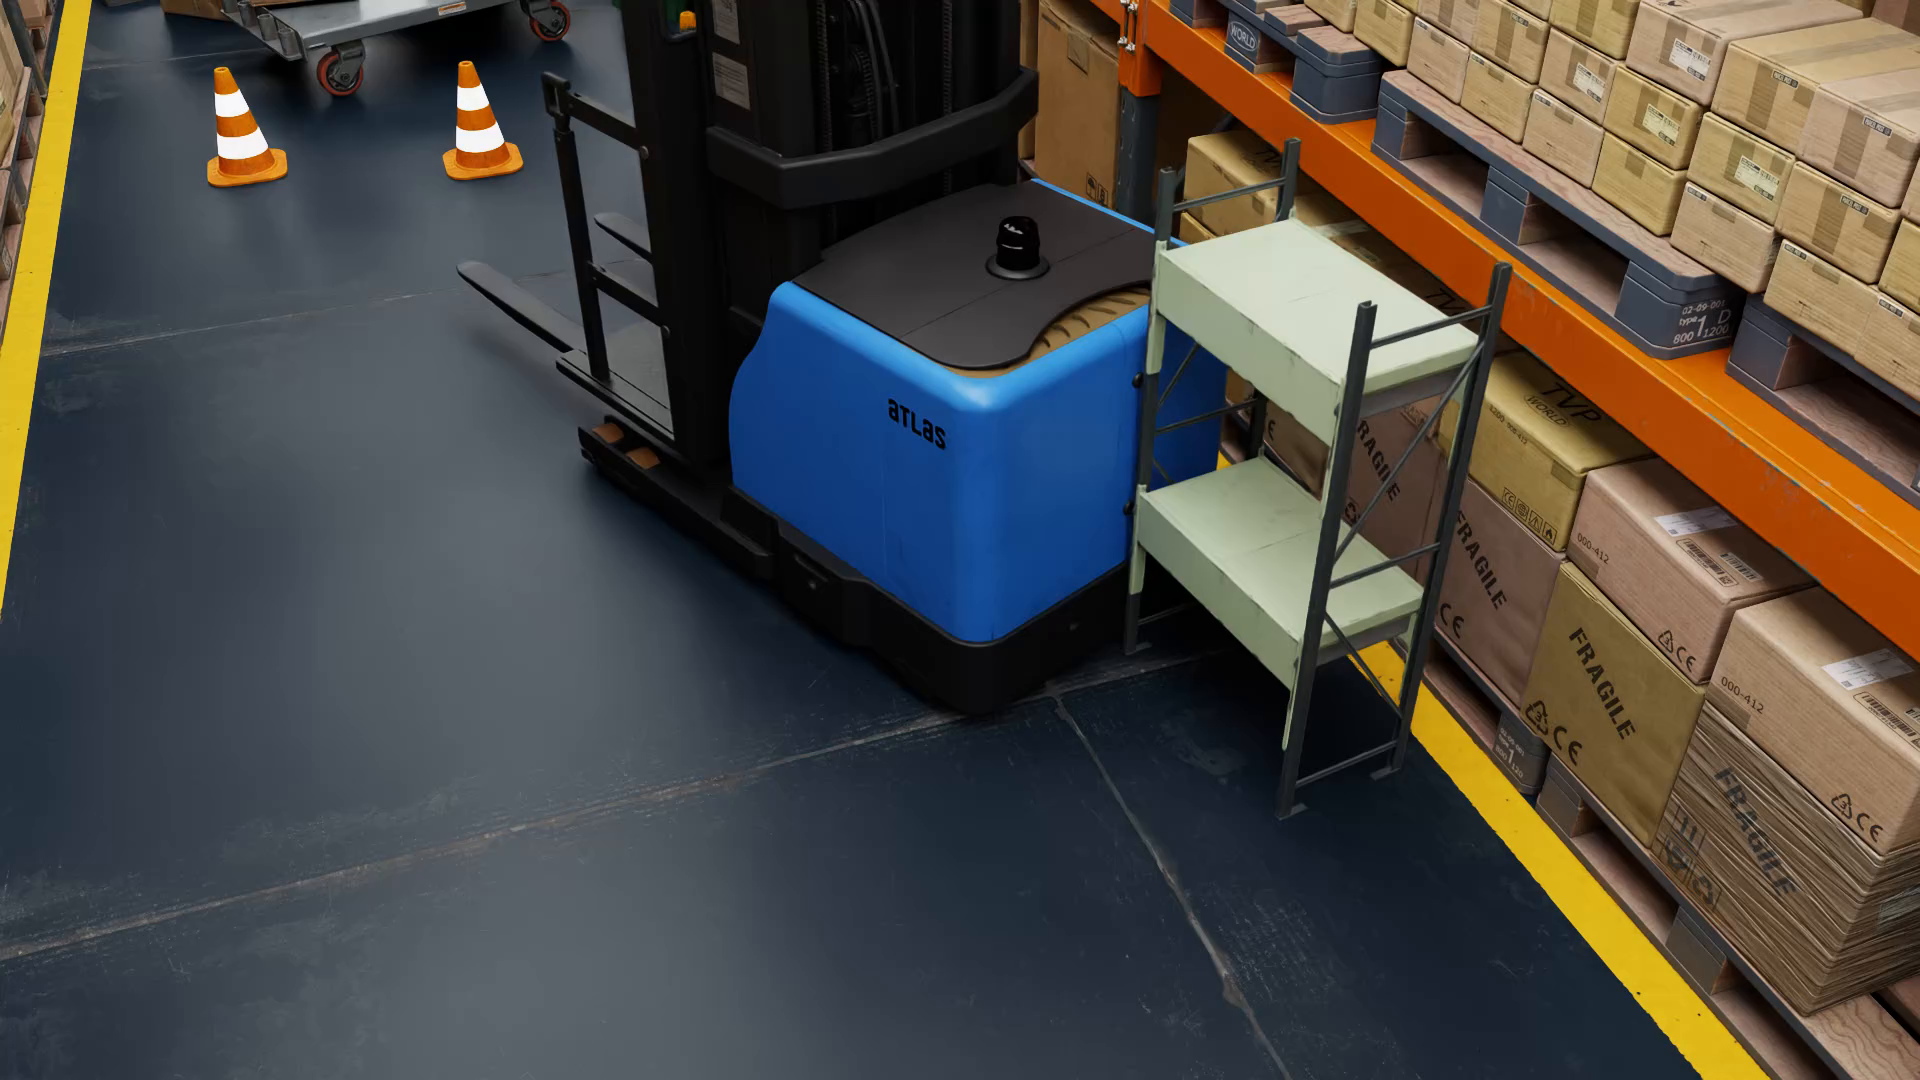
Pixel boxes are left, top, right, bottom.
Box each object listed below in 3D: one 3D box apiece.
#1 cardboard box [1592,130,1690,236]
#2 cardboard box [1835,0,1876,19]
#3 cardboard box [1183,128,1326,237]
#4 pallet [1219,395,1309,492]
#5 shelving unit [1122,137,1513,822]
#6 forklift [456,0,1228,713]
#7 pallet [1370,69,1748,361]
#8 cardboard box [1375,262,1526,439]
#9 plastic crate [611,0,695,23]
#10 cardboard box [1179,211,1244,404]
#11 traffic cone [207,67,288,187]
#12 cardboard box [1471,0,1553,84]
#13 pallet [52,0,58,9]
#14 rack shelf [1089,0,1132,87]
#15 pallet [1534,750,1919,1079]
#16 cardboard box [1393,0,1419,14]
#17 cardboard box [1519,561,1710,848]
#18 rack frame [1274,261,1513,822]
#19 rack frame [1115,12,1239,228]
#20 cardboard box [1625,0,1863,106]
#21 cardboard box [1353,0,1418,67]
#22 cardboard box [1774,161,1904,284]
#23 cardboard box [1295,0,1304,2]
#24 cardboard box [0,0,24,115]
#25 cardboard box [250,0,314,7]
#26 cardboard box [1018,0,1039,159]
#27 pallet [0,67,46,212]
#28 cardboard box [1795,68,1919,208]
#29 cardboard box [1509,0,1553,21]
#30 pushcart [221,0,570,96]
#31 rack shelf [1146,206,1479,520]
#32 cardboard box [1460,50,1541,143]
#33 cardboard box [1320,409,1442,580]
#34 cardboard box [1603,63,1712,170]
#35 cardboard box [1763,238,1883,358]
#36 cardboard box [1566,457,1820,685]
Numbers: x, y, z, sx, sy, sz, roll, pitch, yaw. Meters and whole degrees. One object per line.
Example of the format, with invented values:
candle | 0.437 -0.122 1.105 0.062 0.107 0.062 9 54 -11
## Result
cardboard box | 1.657 -0.821 3.707 0.380 0.149 0.250 -11 38 -14
cardboard box | 2.185 -1.340 3.901 0.380 0.149 0.250 -11 38 -15
cardboard box | 1.064 -1.124 5.355 0.500 0.250 0.500 -14 39 -18
pallet | 1.322 -0.539 5.791 1.003 0.211 1.213 -12 39 -16
shelving unit | 0.822 -0.129 4.174 0.431 1.500 0.755 -18 40 -22
forklift | -0.613 -1.496 4.800 1.130 2.935 3.031 -30 46 -33
pallet | 1.774 -0.909 4.123 1.003 0.211 1.213 -12 39 -16
cardboard box | 1.397 -0.556 4.600 0.500 0.250 0.500 -12 39 -16
plastic crate | -1.612 -3.081 9.137 0.450 0.188 0.662 14 38 2
cardboard box | 1.058 -0.812 5.563 0.500 0.500 0.500 -14 39 -18
traffic cone | -3.194 -1.849 7.320 0.336 0.463 0.334 -12 39 -16
cardboard box | 1.477 -1.239 4.015 0.380 0.149 0.250 -13 39 -16
pallet | -5.623 -3.221 9.351 1.003 0.211 1.213 -12 39 -16
rack shelf | 0.366 -2.937 7.255 1.077 0.370 4.000 -12 39 -16
pallet | 2.161 0.839 3.961 1.003 0.211 1.213 -12 39 -16
cardboard box | 1.309 -1.521 4.389 0.380 0.149 0.250 -12 39 -16
cardboard box | 1.763 0.339 4.035 0.500 0.500 0.500 -13 39 -17
rack frame | 0.994 0.066 3.916 0.400 1.500 0.023 -18 40 -22
rack frame | 1.054 -2.095 5.538 1.000 3.000 0.127 -12 39 -16
cardboard box | 1.662 -1.063 3.534 0.380 0.149 0.250 -14 39 -18
cardboard box | 1.299 -1.412 4.491 0.380 0.149 0.250 -11 38 -14
cardboard box | 1.836 -0.648 3.230 0.380 0.149 0.250 -14 39 -17
cardboard box | 1.111 -1.716 4.895 0.380 0.149 0.250 -11 38 -14
cardboard box | -4.752 -2.095 7.373 0.950 0.372 0.625 -12 39 -15
cardboard box | -3.274 -2.962 8.138 0.500 0.500 0.500 -12 39 -16
cardboard box | 0.625 -2.220 7.225 1.050 0.750 0.750 -12 39 -15
pallet | -4.666 -1.719 7.357 1.003 0.211 1.213 -12 39 -16
cardboard box | 1.838 -0.773 3.148 0.380 0.149 0.250 -13 39 -16
cardboard box | 1.485 -1.357 3.923 0.380 0.149 0.250 -11 38 -15
pushcart | -2.812 -2.726 8.555 1.648 0.377 0.936 -27 45 -31
rack shelf | 0.822 -0.440 3.940 0.431 0.370 0.720 -18 40 -22
cardboard box | 1.477 -1.119 4.103 0.380 0.149 0.250 -12 39 -15
cardboard box | 1.416 -0.240 4.804 0.500 0.500 0.500 -13 39 -17
cardboard box | 1.651 -0.949 3.630 0.380 0.149 0.250 -12 39 -16
cardboard box | 1.848 -0.516 3.301 0.380 0.149 0.250 -14 39 -18
cardboard box | 1.773 0.034 3.817 0.500 0.250 0.500 -11 38 -14
